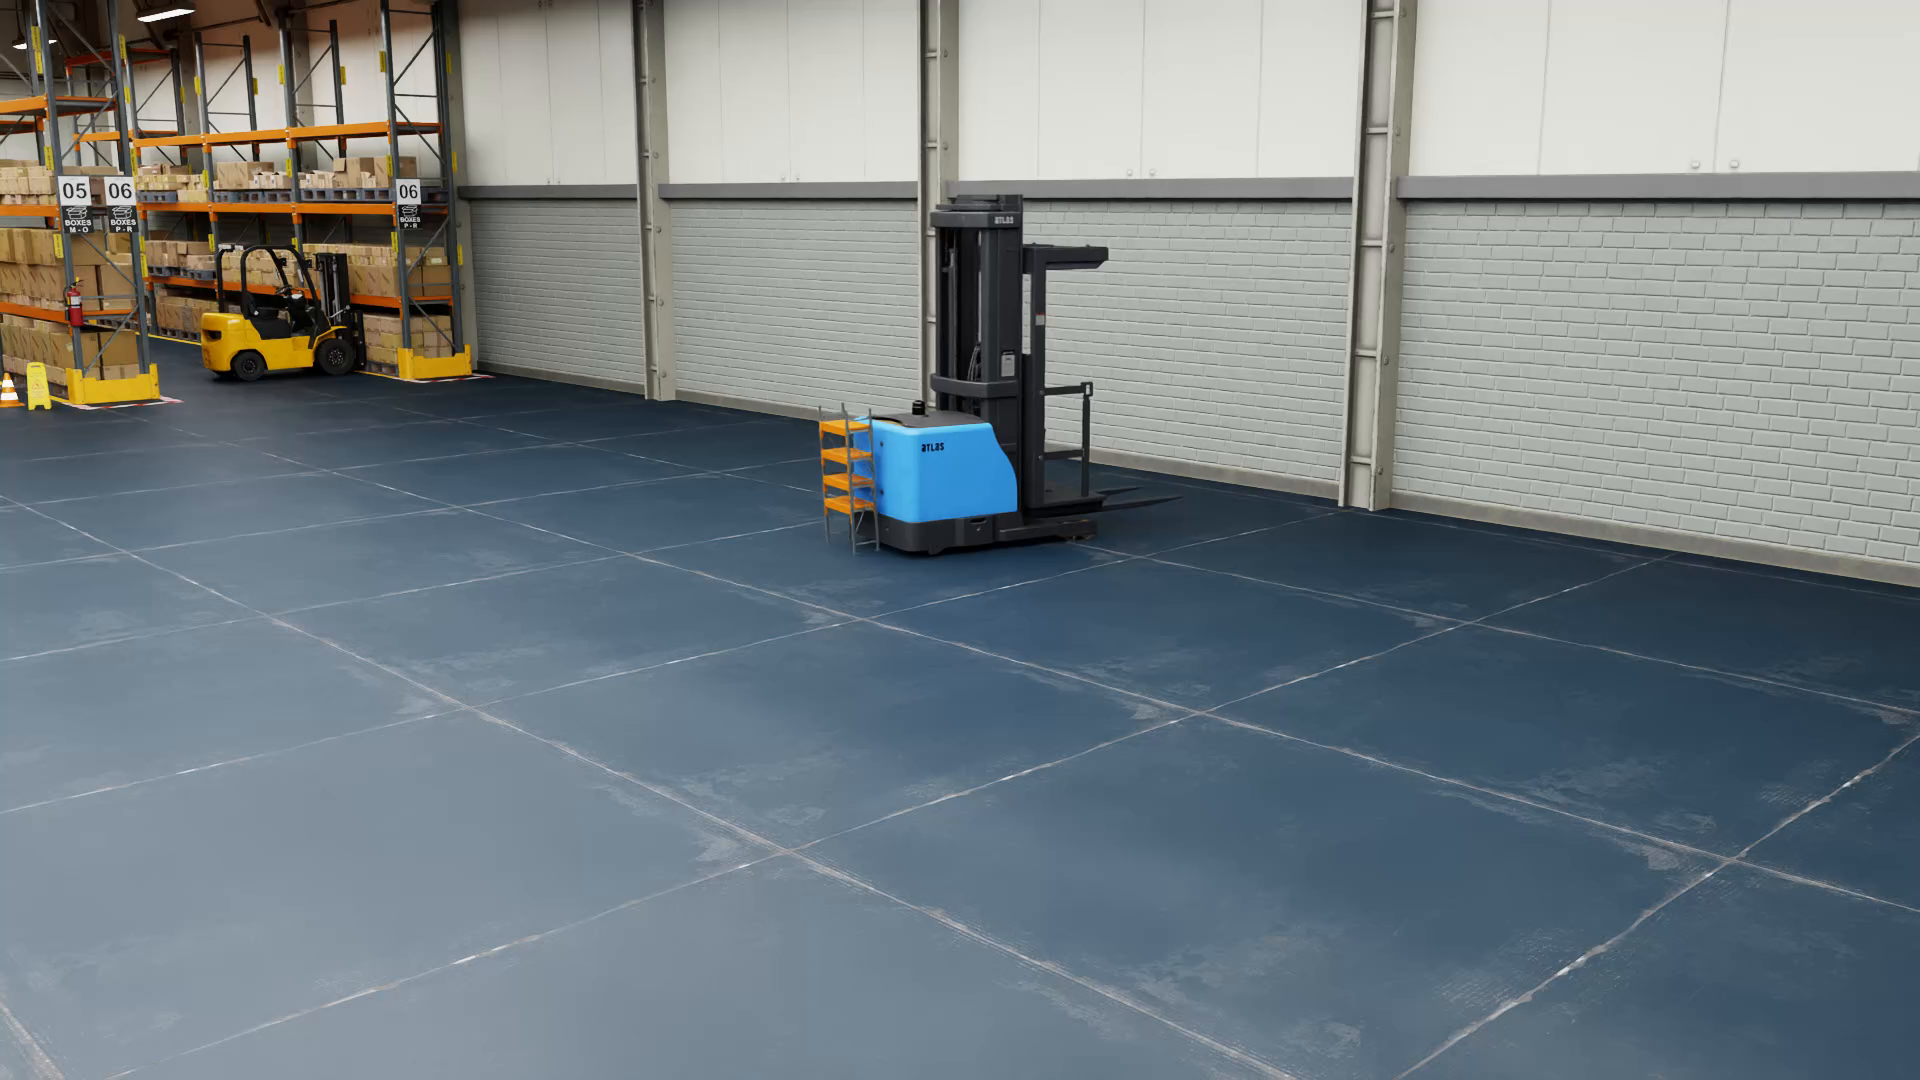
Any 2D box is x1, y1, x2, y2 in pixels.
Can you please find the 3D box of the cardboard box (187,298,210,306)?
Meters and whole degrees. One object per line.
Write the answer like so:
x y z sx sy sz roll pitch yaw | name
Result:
-15.792 -4.936 34.481 0.380 0.149 0.250 -11 16 -42 | cardboard box

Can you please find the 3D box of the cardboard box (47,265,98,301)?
-12.876 -3.735 24.123 0.500 0.500 0.500 -11 16 -44 | cardboard box

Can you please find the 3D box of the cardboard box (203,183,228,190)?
-14.658 -6.969 32.752 0.380 0.149 0.250 -10 16 -41 | cardboard box

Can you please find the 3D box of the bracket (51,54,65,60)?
-23.447 -12.166 42.243 0.076 0.066 5.218 -11 16 -43 | bracket

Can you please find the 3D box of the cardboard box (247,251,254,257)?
-13.333 -5.452 31.584 0.380 0.149 0.250 -10 16 -41 | cardboard box

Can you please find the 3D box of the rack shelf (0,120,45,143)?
-16.445 -6.765 27.723 1.077 0.370 4.000 -11 16 -43 | rack shelf

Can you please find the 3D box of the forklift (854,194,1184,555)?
0.599 -1.513 14.492 3.031 2.935 1.130 -7 14 -31 | forklift

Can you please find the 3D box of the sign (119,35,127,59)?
-11.909 -7.010 23.624 0.100 0.325 0.005 -11 16 -43 | sign

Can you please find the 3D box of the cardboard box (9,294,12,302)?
-14.661 -3.806 26.072 0.380 0.149 0.250 -11 16 -43 | cardboard box

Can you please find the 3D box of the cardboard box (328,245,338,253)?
-10.741 -5.053 28.910 0.380 0.149 0.250 -11 16 -43 | cardboard box

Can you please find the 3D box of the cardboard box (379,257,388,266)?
-9.355 -4.603 27.466 0.380 0.149 0.250 -11 16 -42 | cardboard box

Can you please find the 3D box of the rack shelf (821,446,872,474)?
-0.940 -0.675 13.906 0.258 0.148 0.480 -10 15 -30 | rack shelf

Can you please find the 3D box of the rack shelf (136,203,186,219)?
-18.383 -7.352 37.012 1.077 0.370 4.000 -11 16 -43 | rack shelf

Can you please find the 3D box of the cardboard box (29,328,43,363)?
-13.750 -2.957 25.245 0.500 0.500 0.500 11 16 44 | cardboard box

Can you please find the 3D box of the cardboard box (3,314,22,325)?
-14.809 -3.477 26.162 0.380 0.149 0.250 -11 16 -42 | cardboard box

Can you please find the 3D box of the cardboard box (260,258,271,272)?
-12.710 -5.133 31.023 0.500 0.250 0.500 -10 16 -41 | cardboard box

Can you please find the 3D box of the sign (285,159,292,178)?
-11.863 -6.575 29.398 0.100 0.325 0.005 -11 16 -43 | sign

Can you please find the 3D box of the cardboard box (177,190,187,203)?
-15.463 -6.943 33.613 0.500 0.250 0.500 -11 16 -43 | cardboard box

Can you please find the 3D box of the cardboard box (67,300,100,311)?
-12.715 -3.401 24.110 0.380 0.149 0.250 -10 15 -41 | cardboard box

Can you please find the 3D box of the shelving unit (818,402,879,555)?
-0.933 -0.522 13.942 0.258 1.200 0.503 -10 15 -30 | shelving unit

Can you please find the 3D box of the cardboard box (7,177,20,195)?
-13.909 -5.300 24.905 0.500 0.250 0.500 -11 16 -42 | cardboard box

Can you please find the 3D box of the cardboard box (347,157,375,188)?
-9.831 -6.159 27.901 0.700 0.500 0.500 -11 16 -42 | cardboard box

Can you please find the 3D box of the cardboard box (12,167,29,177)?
-13.832 -5.464 24.710 0.380 0.149 0.250 -10 16 -41 | cardboard box

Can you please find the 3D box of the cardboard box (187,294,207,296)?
-16.353 -5.191 35.721 0.380 0.149 0.250 -11 16 -43 | cardboard box

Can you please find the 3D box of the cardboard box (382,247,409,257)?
-9.307 -4.759 27.484 0.380 0.149 0.250 -11 16 -42 | cardboard box

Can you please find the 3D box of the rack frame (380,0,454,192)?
-8.715 -7.130 26.719 1.000 3.000 0.127 -11 16 -43 | rack frame

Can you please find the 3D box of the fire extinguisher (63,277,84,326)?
-12.556 -3.381 23.580 0.296 0.674 0.183 -11 16 -43 | fire extinguisher

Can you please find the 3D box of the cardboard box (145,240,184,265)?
-16.829 -6.096 35.279 0.700 0.500 0.500 -10 16 -41 | cardboard box

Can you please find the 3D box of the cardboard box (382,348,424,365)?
-9.268 -3.075 27.679 0.500 0.250 0.500 -11 16 -42 | cardboard box

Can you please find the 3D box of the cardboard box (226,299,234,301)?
-14.888 -4.898 34.300 0.250 0.149 0.380 11 16 43 | cardboard box

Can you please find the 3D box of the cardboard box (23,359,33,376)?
-14.107 -2.665 25.688 0.500 0.250 0.500 -11 16 -43 | cardboard box

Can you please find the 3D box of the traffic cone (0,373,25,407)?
-13.532 -2.140 23.653 0.336 0.463 0.334 -11 16 -43 | traffic cone

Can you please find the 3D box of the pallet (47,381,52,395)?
-13.728 -2.447 25.763 1.003 0.211 1.213 -11 16 -43 | pallet

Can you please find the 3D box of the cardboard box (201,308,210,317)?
-15.025 -4.447 33.717 0.500 0.500 0.500 -11 16 -43 | cardboard box

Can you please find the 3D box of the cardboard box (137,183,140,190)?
-17.083 -7.445 35.015 0.380 0.149 0.250 -11 16 -42 | cardboard box

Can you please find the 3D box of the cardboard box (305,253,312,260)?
-11.447 -5.059 29.679 0.380 0.149 0.250 -11 16 -43 | cardboard box

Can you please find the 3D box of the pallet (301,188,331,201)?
-10.869 -6.081 29.278 1.003 0.211 1.213 -11 16 -43 | pallet

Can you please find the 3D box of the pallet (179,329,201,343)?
-15.566 -4.286 34.691 1.003 0.211 1.213 -11 16 -43 | pallet

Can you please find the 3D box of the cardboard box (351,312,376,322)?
-10.315 -3.785 28.647 0.500 0.250 0.500 -11 16 -44 | cardboard box

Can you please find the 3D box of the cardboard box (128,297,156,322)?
-18.131 -5.124 37.004 0.500 0.500 0.700 11 16 43 | cardboard box

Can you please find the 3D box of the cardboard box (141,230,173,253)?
-17.838 -6.637 36.969 0.500 0.500 0.500 11 16 44 | cardboard box

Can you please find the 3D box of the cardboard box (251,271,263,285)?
-13.048 -4.963 31.439 0.500 0.250 0.500 -10 15 -41 | cardboard box

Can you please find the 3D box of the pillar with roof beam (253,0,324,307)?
-15.801 -7.633 29.161 9.100 9.000 0.548 -11 16 -43 | pillar with roof beam

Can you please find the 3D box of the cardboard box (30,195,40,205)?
-13.438 -5.010 24.485 0.380 0.149 0.250 -11 16 -43 | cardboard box

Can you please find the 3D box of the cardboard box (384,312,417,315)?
-9.595 -3.784 28.640 0.500 0.250 0.500 -11 16 -43 | cardboard box

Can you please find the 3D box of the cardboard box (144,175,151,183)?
-16.732 -7.513 34.608 0.380 0.149 0.250 -11 16 -44 | cardboard box

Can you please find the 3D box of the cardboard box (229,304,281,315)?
-13.818 -4.309 32.738 0.875 0.625 0.625 -10 15 -41 | cardboard box

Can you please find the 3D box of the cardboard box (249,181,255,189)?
-12.989 -6.607 30.948 0.380 0.149 0.250 -11 16 -43 | cardboard box

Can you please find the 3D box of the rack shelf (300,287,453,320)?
-10.096 -4.131 28.814 1.077 0.370 4.000 -11 16 -43 | rack shelf

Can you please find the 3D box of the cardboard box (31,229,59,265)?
-13.157 -4.303 24.401 0.700 0.500 0.500 -11 16 -42 | cardboard box

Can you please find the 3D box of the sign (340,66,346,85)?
-11.059 -8.323 29.801 0.100 0.325 0.005 -11 16 -43 | sign

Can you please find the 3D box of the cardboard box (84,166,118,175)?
-12.400 -5.317 23.997 0.380 0.149 0.250 -11 16 -43 | cardboard box
